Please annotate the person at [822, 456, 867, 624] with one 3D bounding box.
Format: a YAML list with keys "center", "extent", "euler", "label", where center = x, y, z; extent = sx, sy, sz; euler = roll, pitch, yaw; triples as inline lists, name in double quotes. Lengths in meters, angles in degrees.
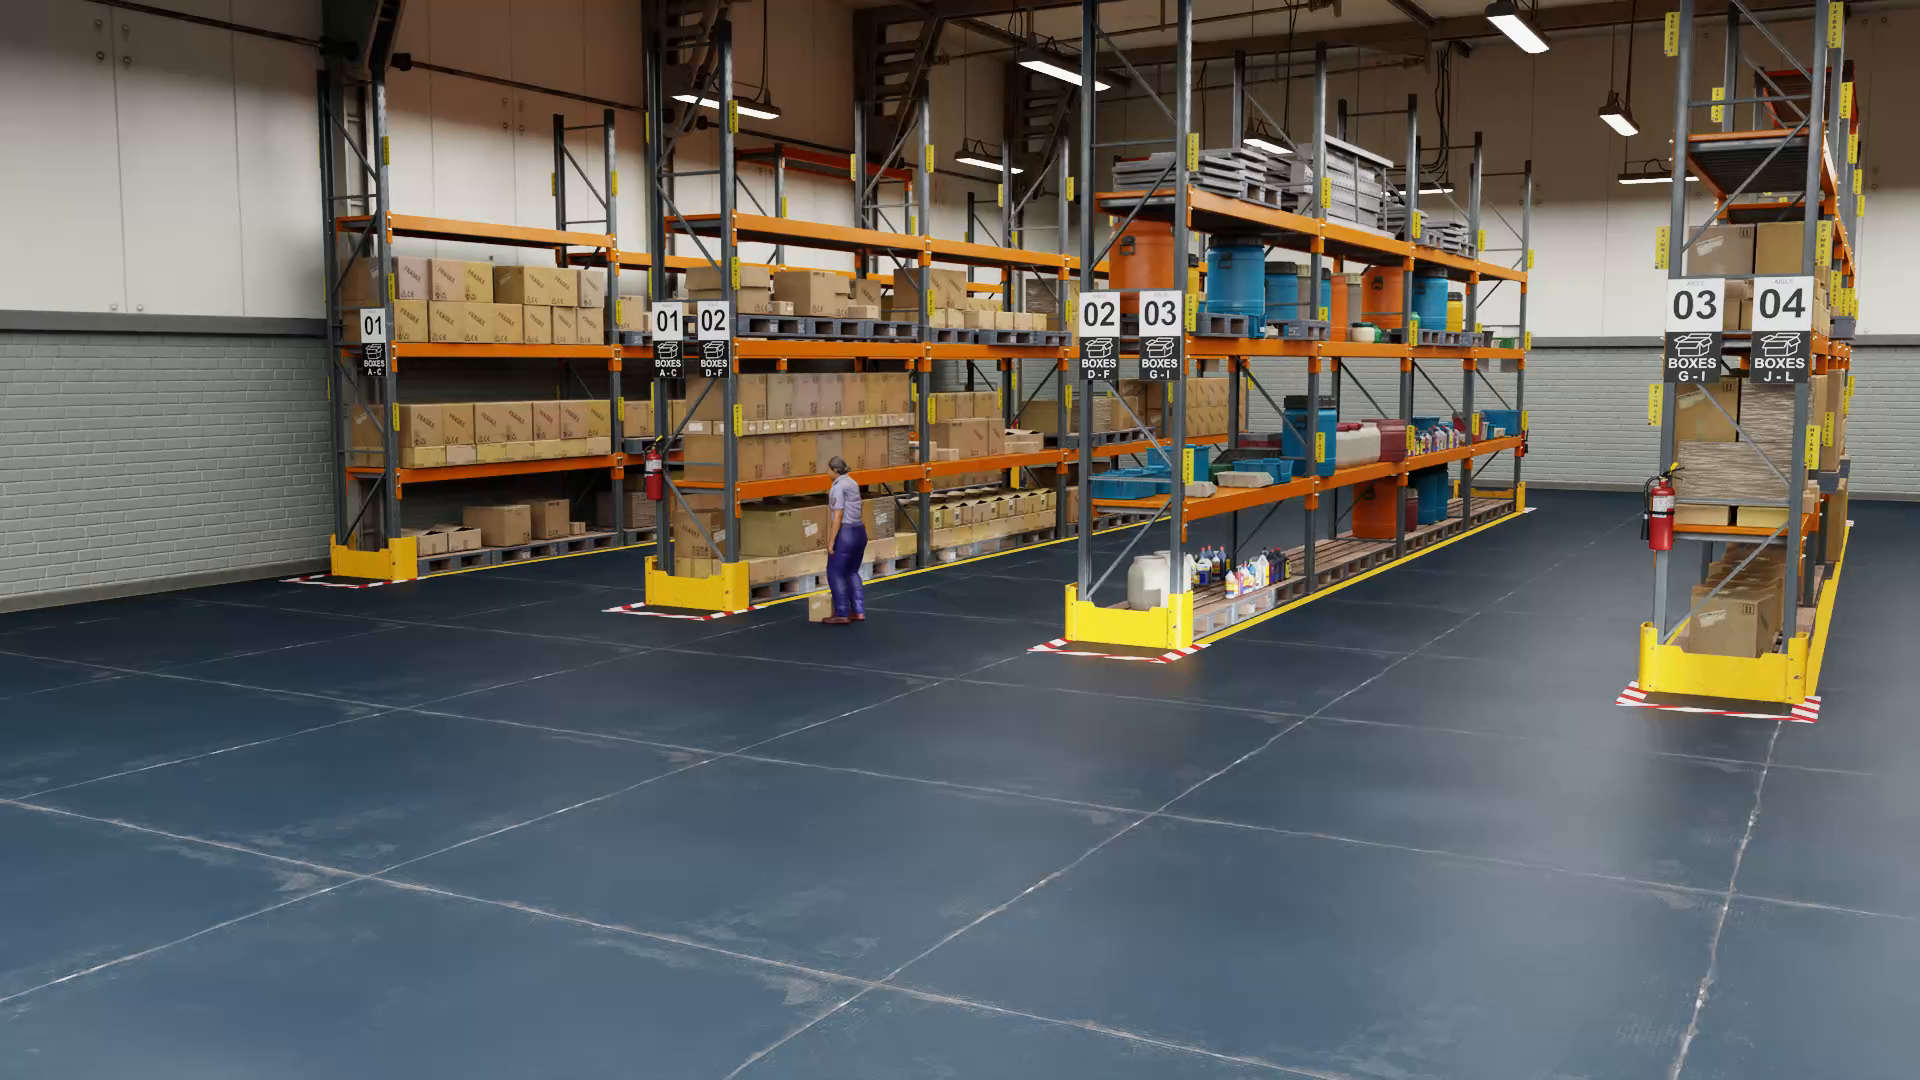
- center: [-1.136, -0.006, 16.473]
  extent: [0.379, 1.651, 0.561]
  euler: [3, 7, 25]
  label: "person"
